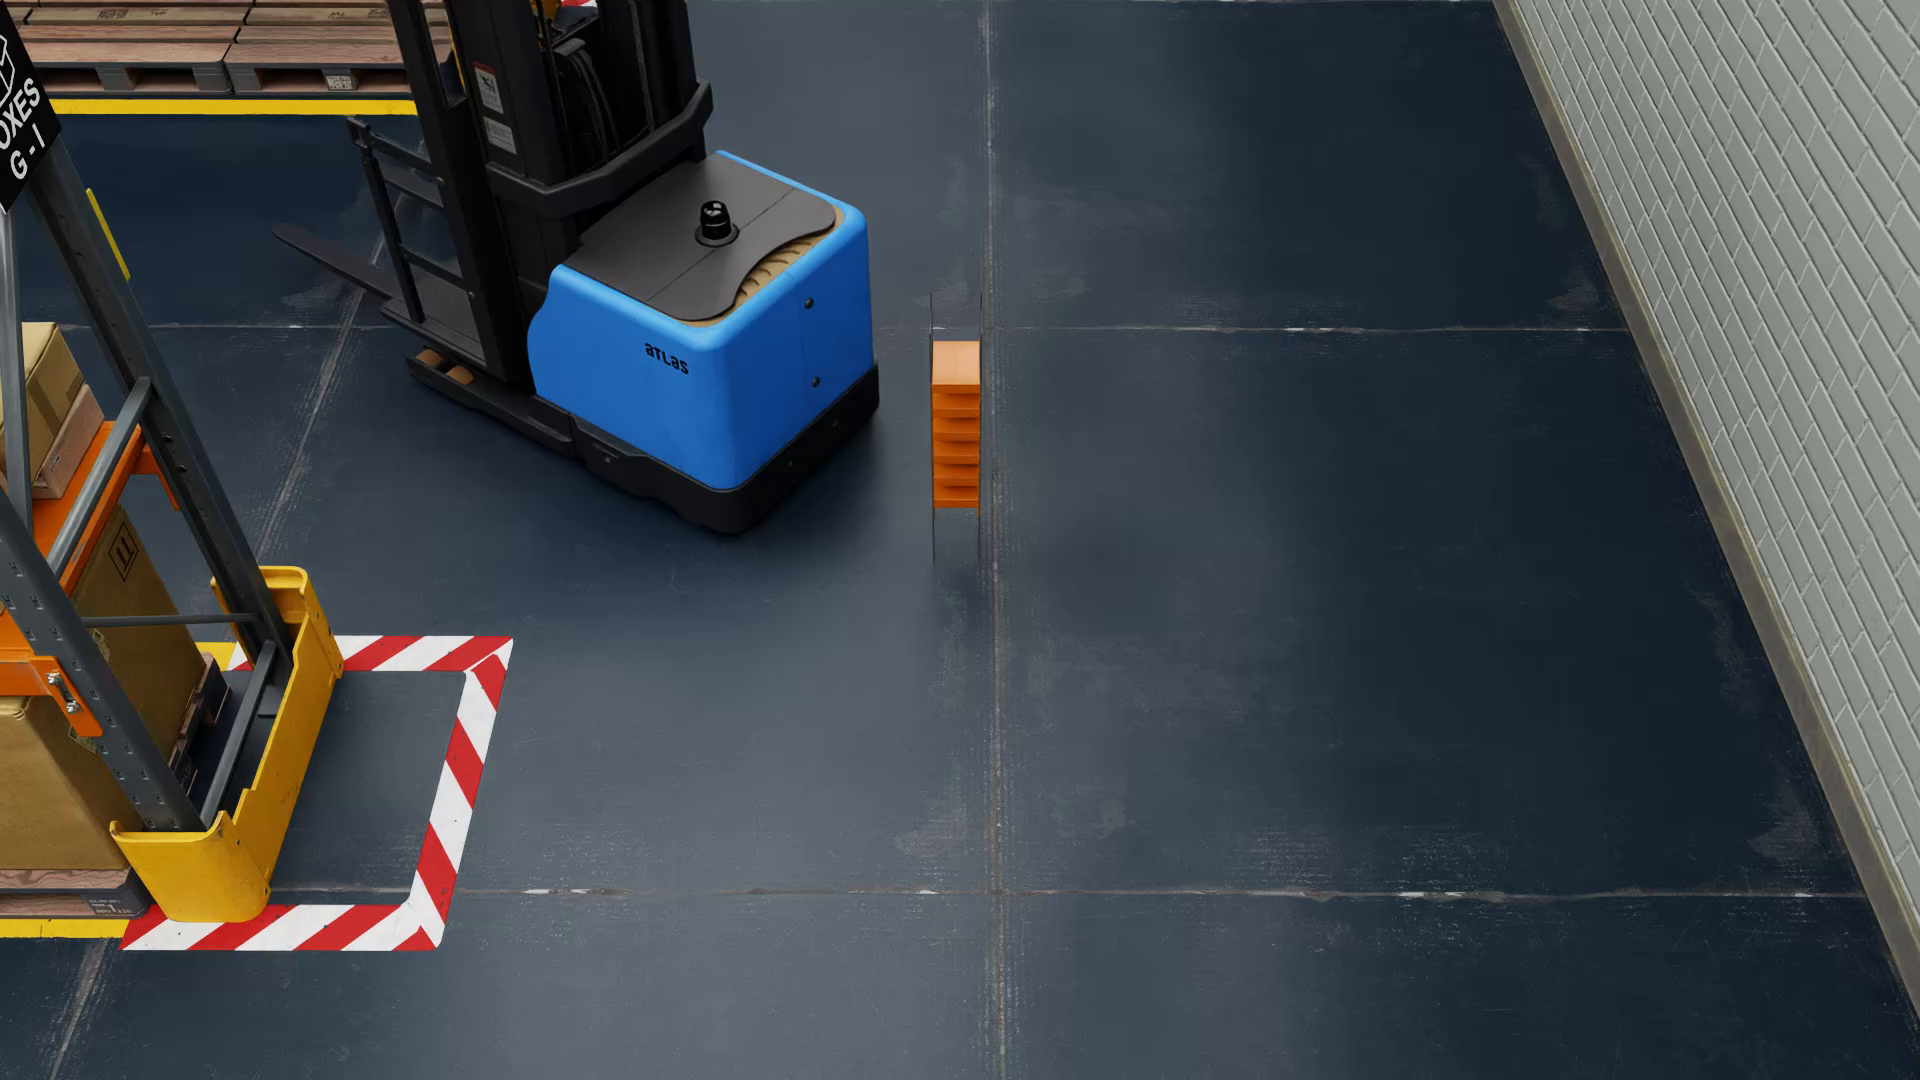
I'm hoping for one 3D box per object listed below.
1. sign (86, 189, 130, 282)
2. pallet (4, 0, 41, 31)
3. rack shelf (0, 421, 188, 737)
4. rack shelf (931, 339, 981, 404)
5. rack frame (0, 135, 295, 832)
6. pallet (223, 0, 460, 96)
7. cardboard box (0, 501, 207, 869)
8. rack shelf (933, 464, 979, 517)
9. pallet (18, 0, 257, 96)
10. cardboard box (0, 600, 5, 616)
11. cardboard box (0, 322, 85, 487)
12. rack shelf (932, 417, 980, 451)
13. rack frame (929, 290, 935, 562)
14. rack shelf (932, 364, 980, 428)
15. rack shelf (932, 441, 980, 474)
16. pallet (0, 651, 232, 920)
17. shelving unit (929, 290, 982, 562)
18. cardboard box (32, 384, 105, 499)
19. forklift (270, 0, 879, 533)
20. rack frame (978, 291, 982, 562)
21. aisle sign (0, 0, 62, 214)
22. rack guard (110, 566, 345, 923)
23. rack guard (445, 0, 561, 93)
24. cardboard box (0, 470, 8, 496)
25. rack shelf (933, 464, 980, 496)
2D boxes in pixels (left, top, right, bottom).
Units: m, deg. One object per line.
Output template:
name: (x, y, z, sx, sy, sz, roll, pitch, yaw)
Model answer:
sign: (-2.552, -0.885, 4.960, 0.005, 0.325, 0.100, 0, 47, 0)
pallet: (-5.806, -2.869, 9.357, 1.213, 0.211, 1.003, 0, 47, 0)
rack shelf: (-4.560, 0.083, 5.196, 4.000, 0.370, 1.077, 0, 47, 0)
rack shelf: (-0.014, -0.624, 6.161, 0.180, 0.103, 0.258, 0, 47, 0)
rack frame: (-2.560, -0.157, 4.927, 0.127, 3.000, 1.000, 0, 47, 0)
pallet: (-3.366, -2.863, 9.351, 1.213, 0.211, 1.003, 0, 47, 0)
cardboard box: (-3.201, 0.481, 5.499, 0.875, 0.875, 0.875, 0, 47, 0)
rack shelf: (-0.014, -0.215, 6.600, 0.180, 0.103, 0.258, 0, 47, 0)
pallet: (-4.583, -2.868, 9.356, 1.213, 0.211, 1.003, 0, 47, 0)
cardboard box: (-2.918, 0.169, 4.796, 0.250, 0.149, 0.380, 1, 47, 1)
cardboard box: (-3.039, -0.406, 5.059, 0.500, 0.250, 0.500, -1, 47, -1)
rack shelf: (-0.014, -0.460, 6.336, 0.180, 0.103, 0.258, 0, 47, 0)
rack frame: (-0.106, -0.409, 6.392, 0.006, 1.200, 0.240, 0, 47, 0)
rack shelf: (-0.014, -0.542, 6.248, 0.180, 0.103, 0.258, 0, 47, 0)
rack shelf: (-0.014, -0.379, 6.424, 0.180, 0.103, 0.258, 0, 47, 0)
pallet: (-3.360, 0.848, 5.897, 1.213, 0.211, 1.003, 0, 47, 0)
shelving unit: (-0.014, -0.409, 6.392, 0.189, 1.200, 0.258, 0, 47, 0)
cardboard box: (-2.914, -0.314, 5.245, 0.250, 0.149, 0.380, 1, 47, 1)
forklift: (-1.854, -1.895, 6.592, 3.031, 2.935, 1.130, 27, 53, 23)
rack frame: (0.077, -0.409, 6.391, 0.006, 1.200, 0.240, 0, 47, 0)
aisle sign: (-2.487, -1.262, 4.180, 0.004, 0.787, 0.394, 0, 47, 0)
rack guard: (-2.536, 0.695, 5.842, 0.348, 0.500, 1.175, 0, 47, 0)
rack guard: (-2.518, -2.940, 9.226, 0.348, 0.500, 1.175, 0, 47, 0)
cardboard box: (-3.046, -0.014, 4.694, 0.500, 0.250, 0.500, -1, 47, 0)
rack shelf: (-0.014, -0.297, 6.512, 0.180, 0.103, 0.258, 0, 47, 0)
